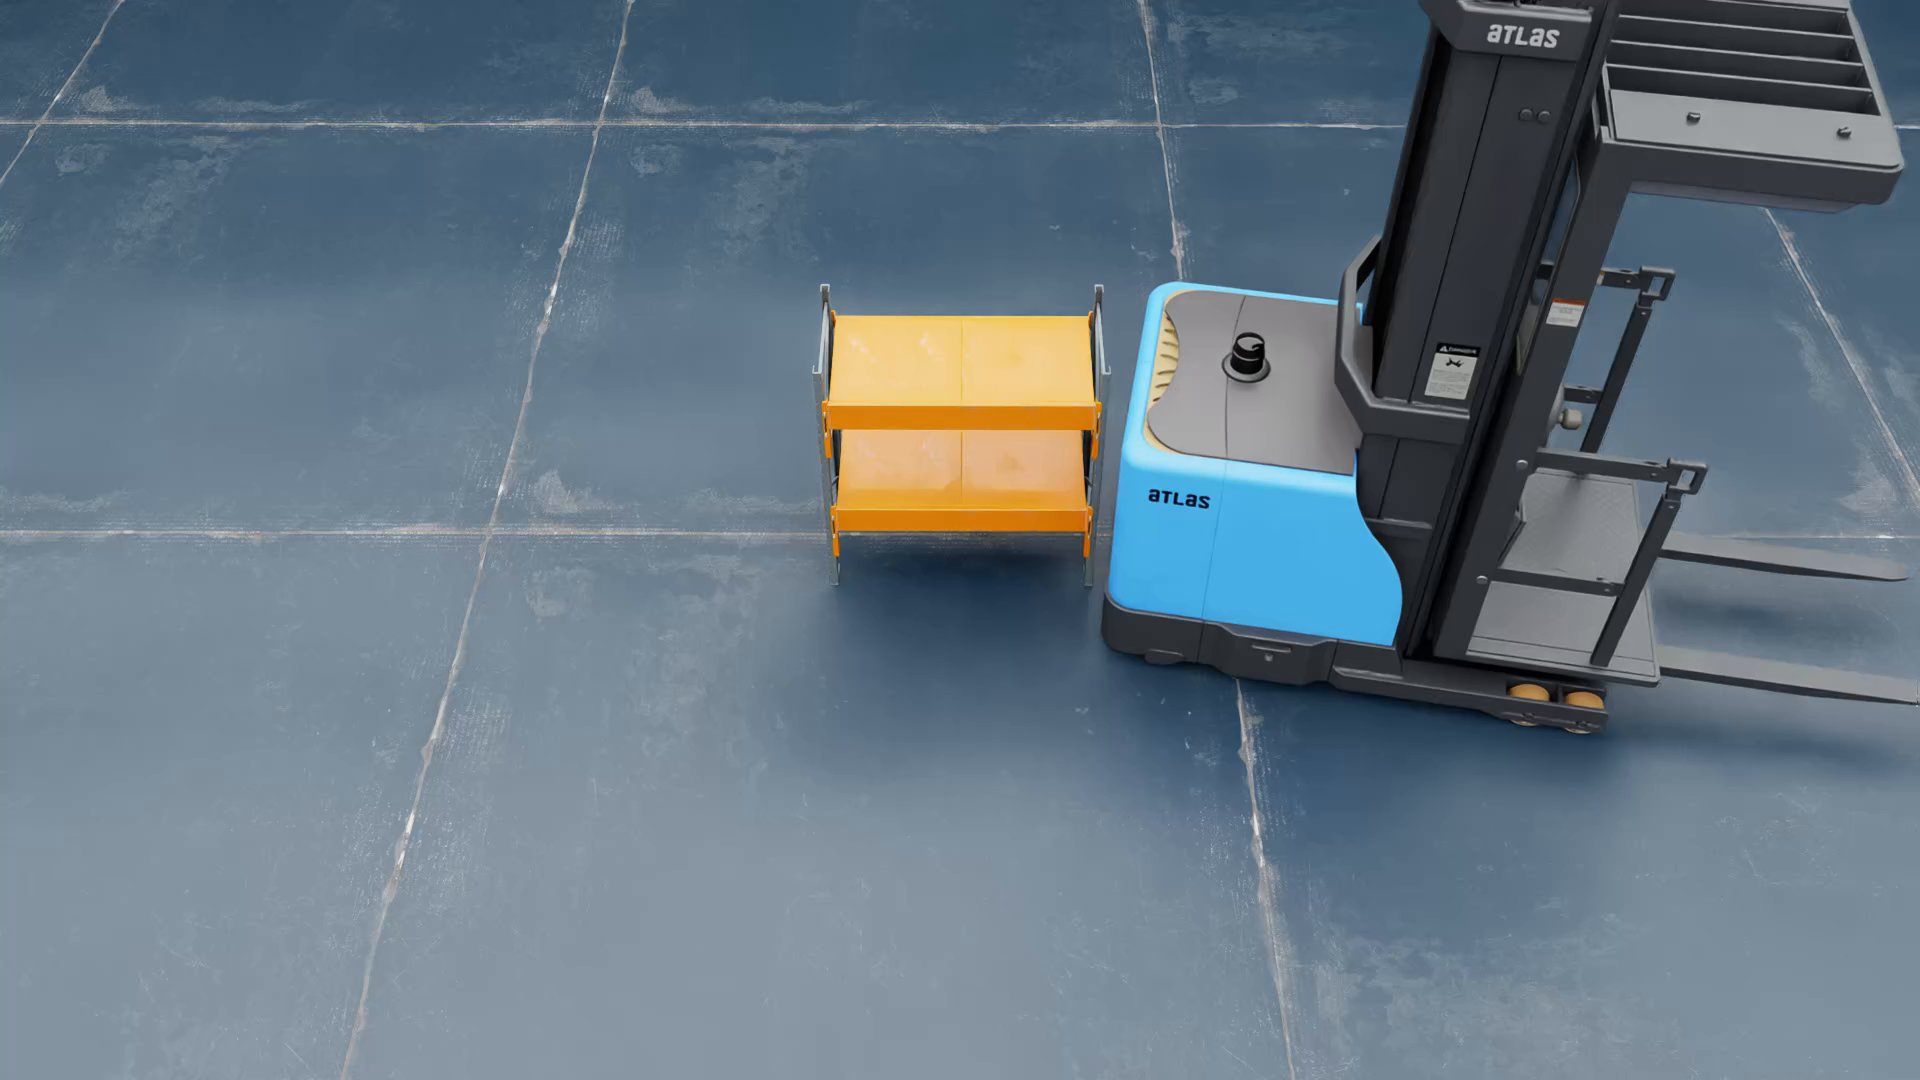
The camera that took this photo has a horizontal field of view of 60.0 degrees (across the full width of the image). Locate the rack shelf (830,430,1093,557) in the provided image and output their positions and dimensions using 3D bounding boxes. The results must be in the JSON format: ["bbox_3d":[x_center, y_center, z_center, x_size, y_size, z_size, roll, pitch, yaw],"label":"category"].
[{"bbox_3d":[0.007,-0.217,6.598,1.000,0.278,0.538,0,47,0],"label":"rack shelf"}]

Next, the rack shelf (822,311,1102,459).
[{"bbox_3d":[0.007,-0.583,6.205,1.000,0.278,0.538,0,47,0],"label":"rack shelf"}]

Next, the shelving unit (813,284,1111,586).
[{"bbox_3d":[0.007,-0.383,6.419,1.048,1.125,0.538,0,47,0],"label":"shelving unit"}]

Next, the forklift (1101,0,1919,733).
[{"bbox_3d":[2.110,-0.707,5.486,3.031,2.935,1.130,8,48,7],"label":"forklift"}]

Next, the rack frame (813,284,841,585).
[{"bbox_3d":[-0.502,-0.385,6.420,0.032,1.125,0.500,0,47,0],"label":"rack frame"}]

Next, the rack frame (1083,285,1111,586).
[{"bbox_3d":[0.515,-0.382,6.418,0.032,1.125,0.500,0,47,0],"label":"rack frame"}]
